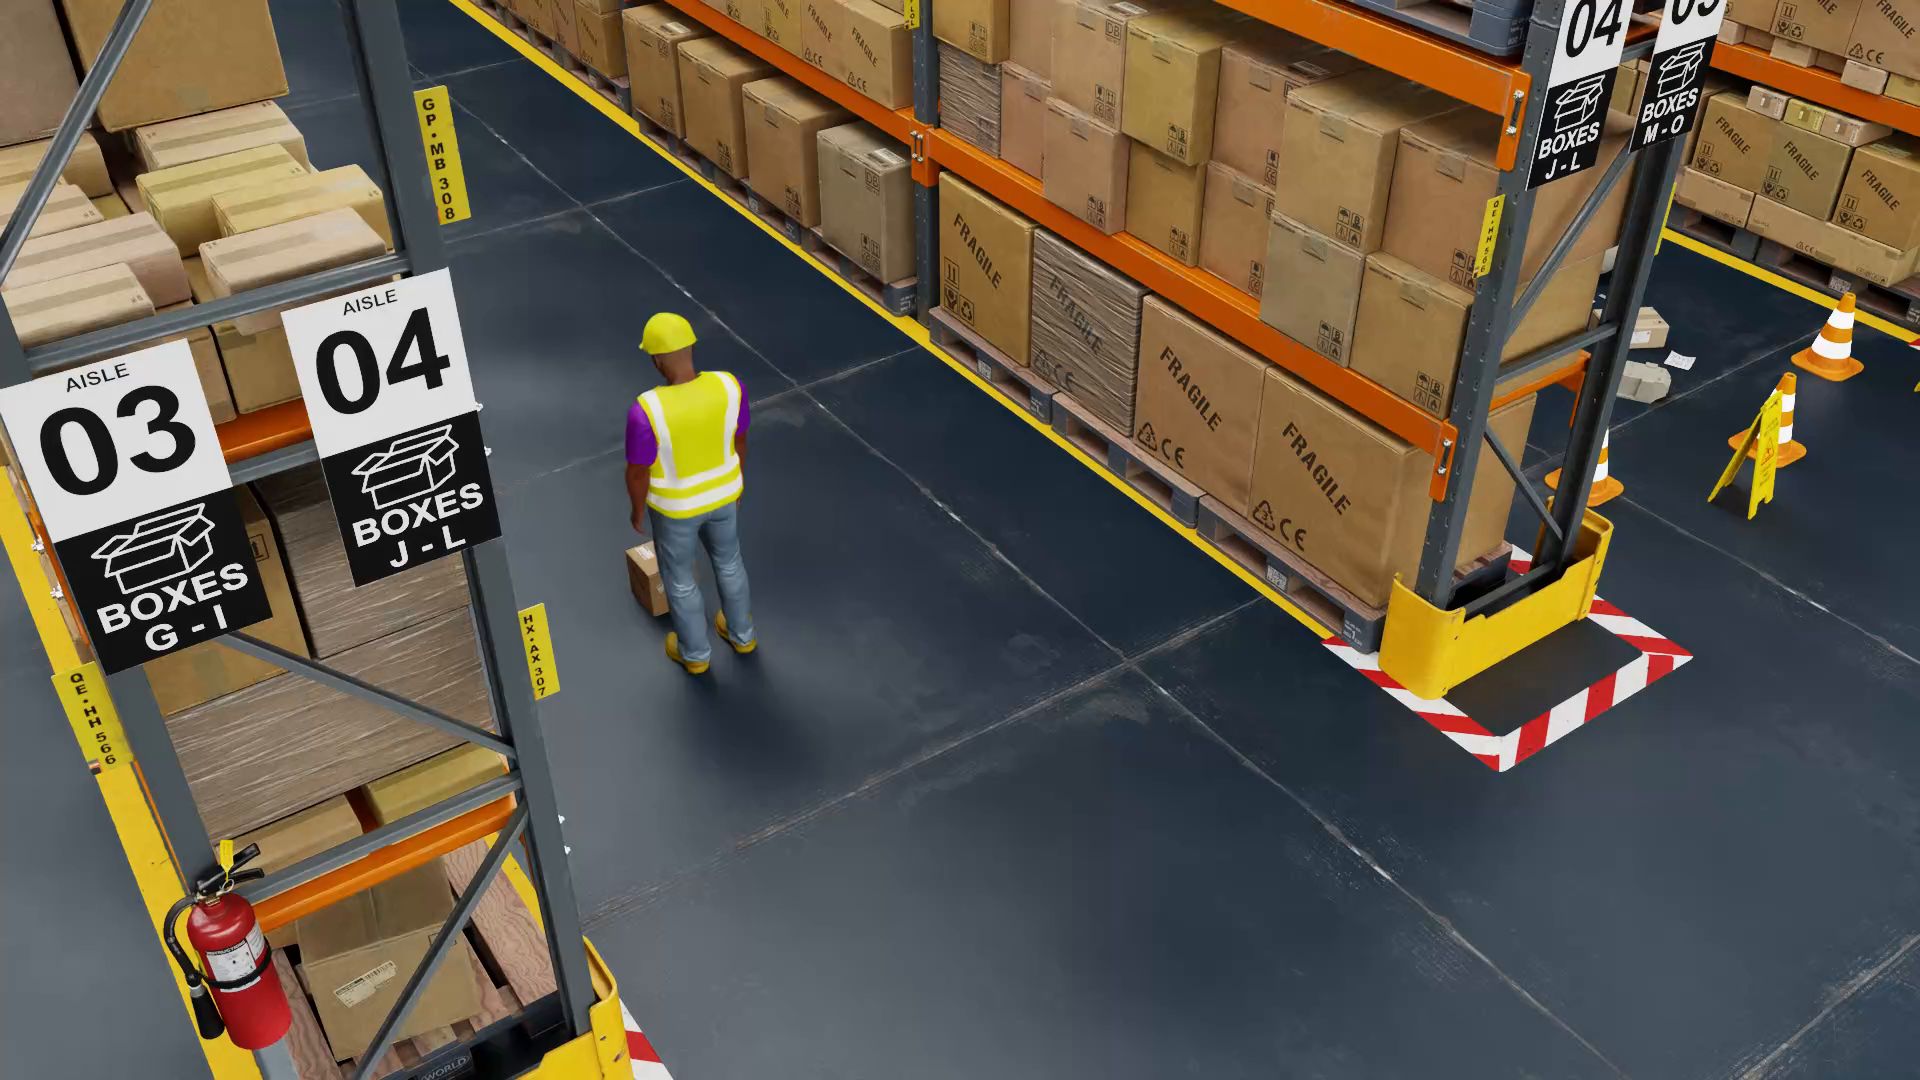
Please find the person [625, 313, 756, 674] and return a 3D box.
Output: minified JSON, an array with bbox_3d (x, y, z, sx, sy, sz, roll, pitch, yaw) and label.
[{"bbox_3d":[-1.174,-0.194,7.253,0.568,1.759,0.368,-22,41,-27],"label":"person"}]
